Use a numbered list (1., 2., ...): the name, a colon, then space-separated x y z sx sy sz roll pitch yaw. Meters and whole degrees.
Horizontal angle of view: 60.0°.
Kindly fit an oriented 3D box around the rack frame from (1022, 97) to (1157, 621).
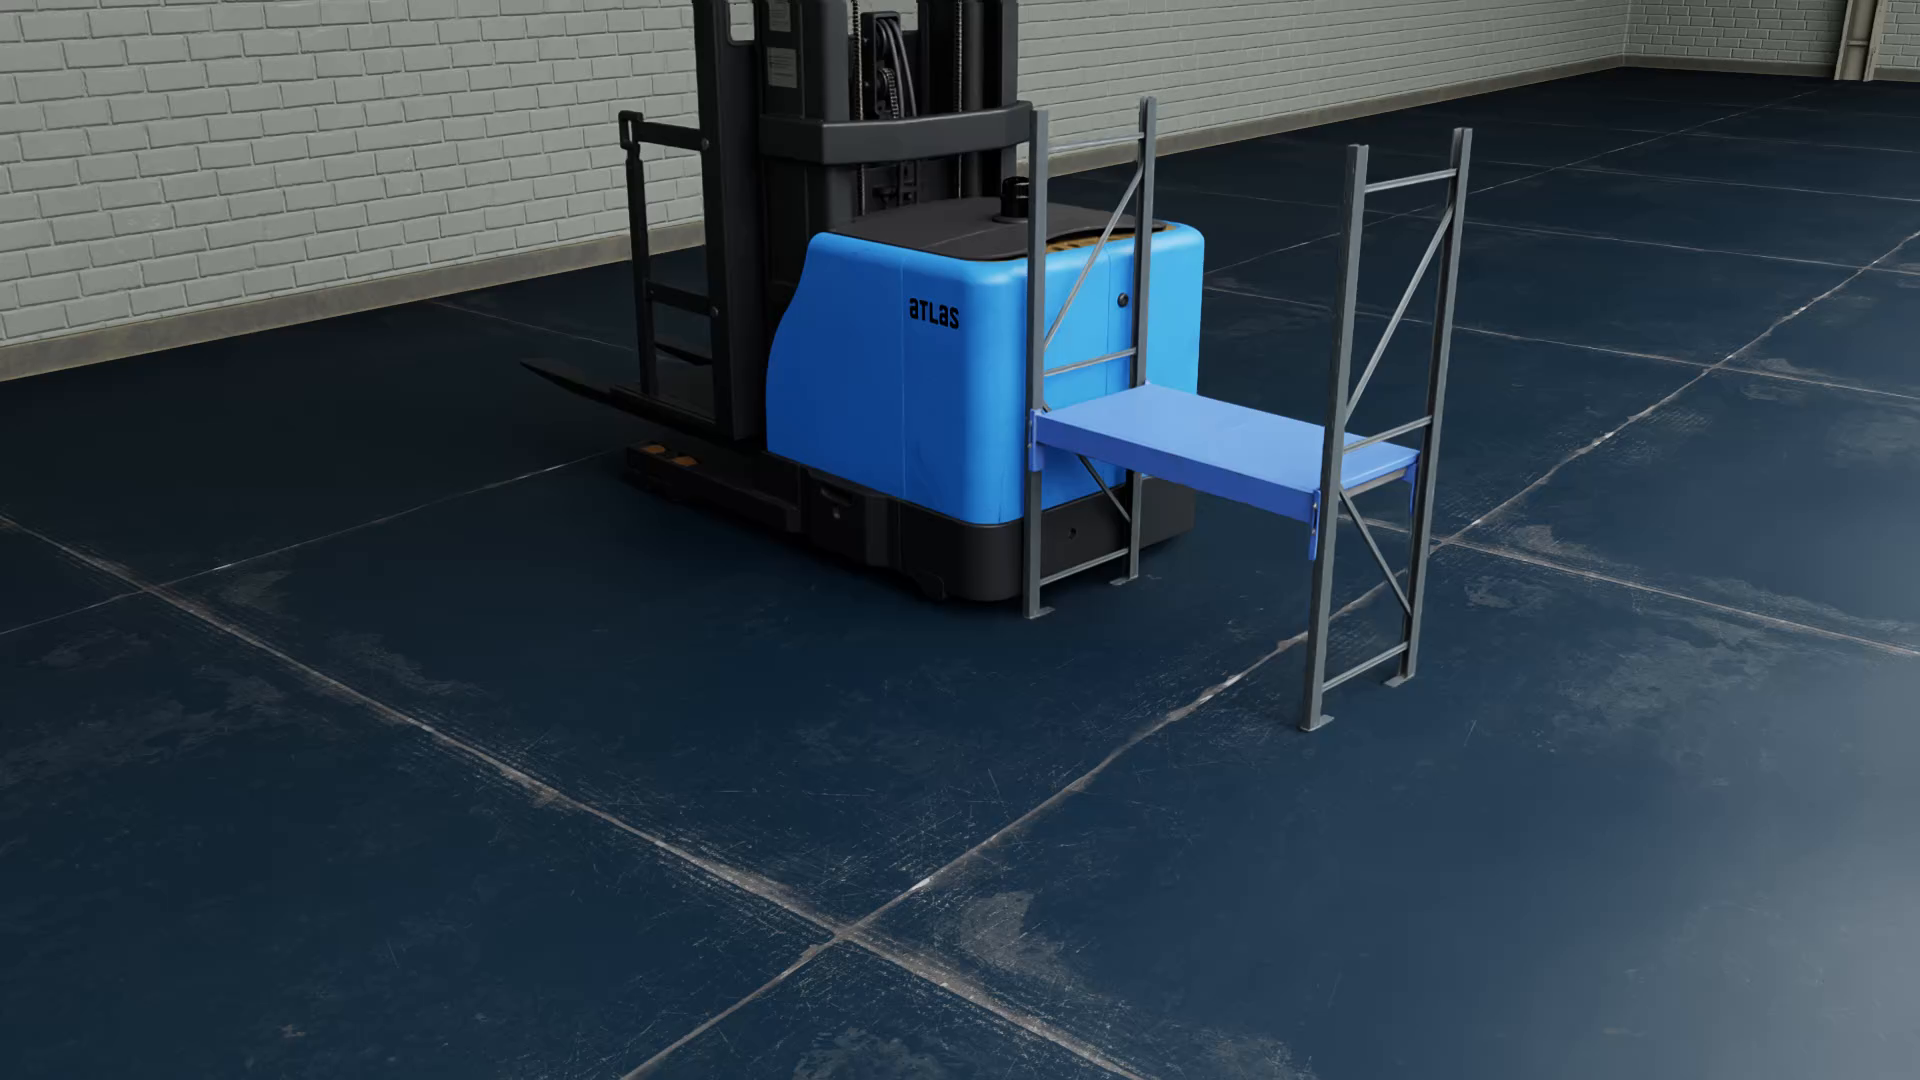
1. rack frame: 0.380 -0.522 4.926 0.500 1.500 0.032 -19 27 -40

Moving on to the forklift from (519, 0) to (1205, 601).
1. forklift: -0.588 -1.619 5.807 1.130 2.935 3.031 -19 27 -40

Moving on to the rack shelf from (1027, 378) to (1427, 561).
1. rack shelf: 0.730 -0.223 4.645 0.538 0.185 1.000 -19 27 -40

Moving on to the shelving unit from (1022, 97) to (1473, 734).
1. shelving unit: 0.730 -0.392 4.581 0.538 1.500 1.048 -19 27 -40

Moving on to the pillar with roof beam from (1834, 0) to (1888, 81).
1. pillar with roof beam: 8.739 -8.941 16.626 0.400 9.000 9.100 16 26 36

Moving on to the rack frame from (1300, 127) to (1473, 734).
1. rack frame: 1.081 -0.262 4.236 0.500 1.500 0.032 -19 27 -40
